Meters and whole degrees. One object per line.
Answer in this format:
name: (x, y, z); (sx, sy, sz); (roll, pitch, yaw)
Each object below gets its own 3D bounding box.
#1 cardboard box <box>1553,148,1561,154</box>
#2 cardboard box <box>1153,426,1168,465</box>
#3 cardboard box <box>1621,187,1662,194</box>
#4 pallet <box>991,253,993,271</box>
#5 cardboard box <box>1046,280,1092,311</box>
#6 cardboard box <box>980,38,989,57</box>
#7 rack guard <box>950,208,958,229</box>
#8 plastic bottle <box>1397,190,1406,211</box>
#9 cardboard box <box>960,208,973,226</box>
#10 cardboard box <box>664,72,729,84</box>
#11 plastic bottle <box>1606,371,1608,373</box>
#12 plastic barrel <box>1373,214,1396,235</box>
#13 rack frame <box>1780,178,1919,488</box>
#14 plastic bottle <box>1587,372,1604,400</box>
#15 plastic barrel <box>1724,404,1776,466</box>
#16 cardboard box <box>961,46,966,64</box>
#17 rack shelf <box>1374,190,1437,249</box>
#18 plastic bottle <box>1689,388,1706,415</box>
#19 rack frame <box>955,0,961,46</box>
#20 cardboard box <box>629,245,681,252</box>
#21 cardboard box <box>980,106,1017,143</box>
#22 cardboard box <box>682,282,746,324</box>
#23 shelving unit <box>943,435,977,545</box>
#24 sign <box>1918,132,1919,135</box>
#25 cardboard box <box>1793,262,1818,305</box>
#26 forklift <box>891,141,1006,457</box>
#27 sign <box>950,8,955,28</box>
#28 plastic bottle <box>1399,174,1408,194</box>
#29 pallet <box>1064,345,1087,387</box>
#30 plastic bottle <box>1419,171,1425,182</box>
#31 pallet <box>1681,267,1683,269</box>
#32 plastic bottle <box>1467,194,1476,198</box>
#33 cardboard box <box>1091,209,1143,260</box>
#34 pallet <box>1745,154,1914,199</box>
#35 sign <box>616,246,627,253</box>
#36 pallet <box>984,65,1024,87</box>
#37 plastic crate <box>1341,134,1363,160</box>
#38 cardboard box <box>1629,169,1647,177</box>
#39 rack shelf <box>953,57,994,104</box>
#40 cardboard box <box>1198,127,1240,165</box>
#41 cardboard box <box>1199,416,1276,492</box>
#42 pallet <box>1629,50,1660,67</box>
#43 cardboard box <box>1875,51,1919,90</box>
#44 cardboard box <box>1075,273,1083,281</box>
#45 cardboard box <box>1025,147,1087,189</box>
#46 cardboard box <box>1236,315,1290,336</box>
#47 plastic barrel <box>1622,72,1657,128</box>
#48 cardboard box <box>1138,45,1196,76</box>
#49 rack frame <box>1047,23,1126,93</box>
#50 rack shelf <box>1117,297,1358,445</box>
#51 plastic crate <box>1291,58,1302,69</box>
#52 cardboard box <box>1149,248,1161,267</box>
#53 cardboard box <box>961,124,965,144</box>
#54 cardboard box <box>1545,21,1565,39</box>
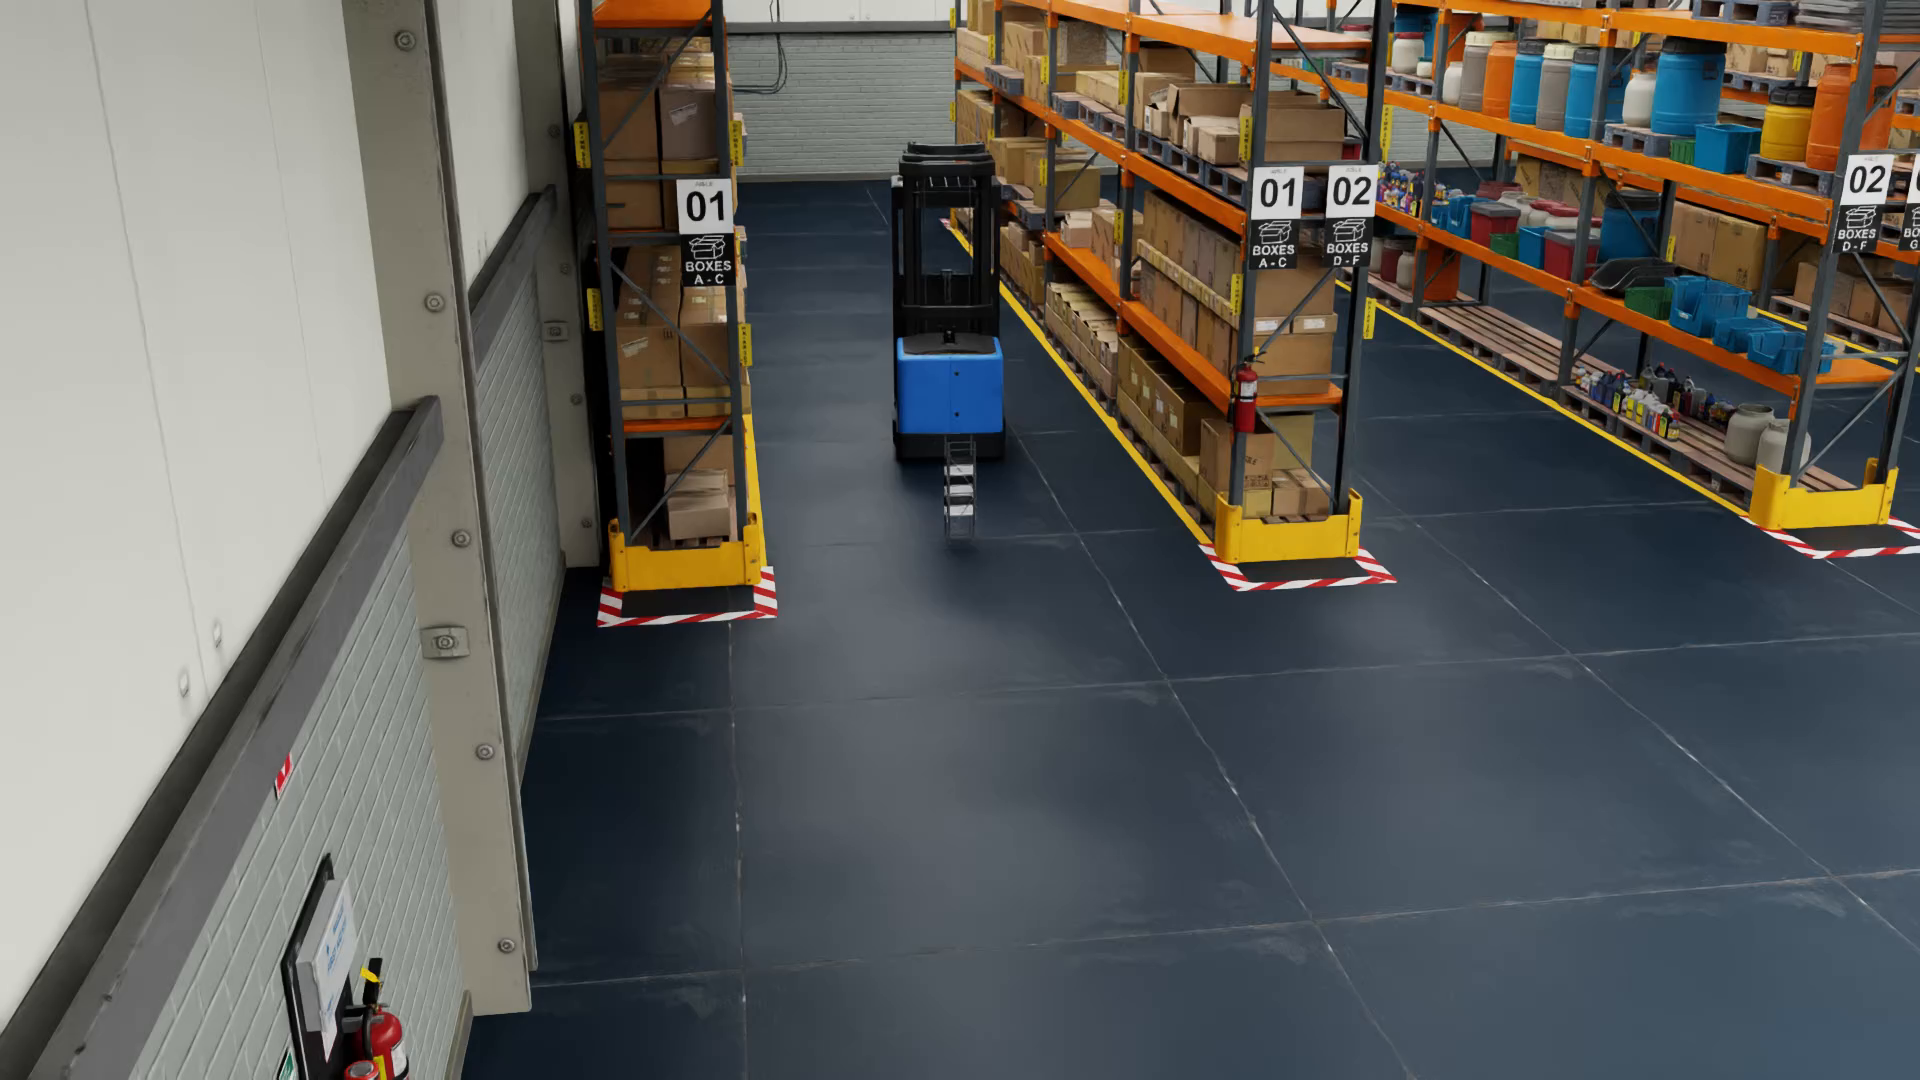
cardboard box: (10.169, -6.554, 27.836); (0.380, 0.149, 0.250); (-3, 21, -9)
cardboard box: (2.127, -0.904, 15.679); (0.500, 0.250, 0.500); (-3, 21, -8)
cardboard box: (10.910, -4.940, 25.591); (1.225, 0.875, 0.875); (-3, 21, -8)
pallet: (0.897, -4.392, 25.674); (1.003, 0.211, 1.213); (-3, 21, -8)
cardboard box: (1.356, -3.051, 20.625); (0.500, 0.311, 0.500); (-2, 21, -6)
cardboard box: (0.587, -7.358, 24.841); (0.500, 0.250, 0.500); (-3, 21, -8)
rack guard: (0.429, -5.648, 28.624); (1.175, 0.500, 0.348); (-3, 21, -8)
plastic bottle: (5.933, -4.570, 22.350); (0.097, 0.271, 0.097); (0, 20, 0)
cardboard box: (0.288, -5.388, 27.655); (0.500, 0.250, 0.500); (-3, 21, -8)
cardboard box: (-2.099, -3.483, 13.367); (0.500, 0.500, 0.500); (-2, 21, -6)
plastic bottle: (6.841, -1.635, 17.561); (0.061, 0.283, 0.133); (-3, 21, -8)
plastic barrel: (6.061, -4.488, 24.345); (0.600, 0.901, 0.708); (-3, 21, -8)
rack frame: (7.627, -1.554, 14.090); (1.000, 3.000, 0.127); (-3, 21, -8)
plastic bottle: (6.736, -1.626, 17.547); (0.152, 0.276, 0.135); (-2, 21, -6)
plastic barrel: (7.384, -0.983, 15.517); (0.421, 0.512, 0.421); (0, 20, 0)
cardboard box: (0.300, -7.816, 26.783); (0.500, 0.250, 0.500); (-3, 21, -8)
rack shelf: (6.185, -4.680, 23.486); (1.077, 0.370, 4.000); (-3, 21, -8)
plastic bottle: (7.522, -1.426, 17.011); (0.152, 0.276, 0.135); (-3, 21, -7)
rack frame: (0.418, -9.656, 27.207); (1.000, 3.000, 0.127); (-3, 21, -8)
cardboard box: (-2.892, -2.557, 15.888); (0.500, 0.500, 0.500); (-3, 21, -9)
cardboard box: (0.589, -6.315, 25.265); (0.500, 0.500, 0.500); (-3, 21, -9)
cardboard box: (-2.078, -1.876, 14.066); (0.500, 0.500, 0.500); (-4, 21, -10)
shelving unit: (-0.001, -0.424, 14.066); (0.258, 0.900, 0.210); (-3, 21, -8)
sign: (15.185, -6.549, 26.227); (0.100, 0.325, 0.005); (-3, 21, -8)
cardboard box: (11.491, -3.378, 21.917); (0.700, 0.500, 0.500); (-4, 21, -11)
forklift: (-0.151, -2.642, 17.101); (1.130, 2.935, 3.031); (-1, 20, -2)
sign: (-0.119, -8.633, 27.506); (0.100, 0.325, 0.005); (-3, 21, -8)
plastic bottle: (6.331, -5.088, 23.735); (0.097, 0.271, 0.097); (0, 20, 0)
pallet: (1.824, -2.061, 19.432); (1.003, 0.211, 1.213); (-3, 21, -8)
plastic bottle: (6.512, -5.003, 23.394); (0.144, 0.351, 0.185); (-3, 21, -8)
pallet: (10.984, -4.389, 25.666); (1.003, 0.211, 1.213); (-3, 21, -8)
plastic bottle: (6.731, -4.432, 21.973); (0.152, 0.276, 0.135); (-3, 21, -8)
cardboard box: (1.829, -3.542, 19.270); (0.500, 0.500, 0.500); (-4, 21, -11)
pallet: (7.604, -3.162, 14.379); (1.003, 0.211, 1.213); (-3, 21, -8)
sign: (-3.302, -2.953, 16.180); (0.100, 0.325, 0.005); (-3, 21, -8)
pallet: (1.019, -6.548, 23.443); (1.213, 0.211, 1.003); (-3, 21, -8)
plastic crate: (6.016, -6.089, 26.054); (0.402, 0.464, 0.583); (-3, 21, -8)
cardboard box: (10.617, -5.834, 25.406); (0.500, 0.500, 0.500); (-3, 21, -8)
rack shelf: (0.706, -7.221, 26.004); (1.077, 0.370, 4.000); (-3, 21, -8)
cardboard box: (2.298, -3.288, 13.860); (0.500, 0.250, 0.500); (-3, 21, -8)
cardboard box: (2.353, -0.736, 14.158); (0.500, 0.500, 0.500); (-3, 21, -8)
pallet: (10.691, -7.606, 26.134); (1.003, 0.211, 1.213); (-3, 21, -8)
cardboard box: (11.337, -5.735, 20.139); (0.500, 0.500, 0.500); (-4, 21, -9)
cardboard box: (1.789, -3.283, 21.662); (0.500, 0.500, 0.500); (-2, 21, -5)
cardboard box: (1.310, -5.095, 22.829); (0.700, 0.500, 0.500); (-8, 22, -21)
cardboard box: (2.481, -1.779, 13.622); (0.380, 0.149, 0.250); (-3, 21, -9)
plastic barrel: (6.918, -4.434, 16.755); (0.421, 0.512, 0.421); (0, 20, 0)
cardboard box: (2.098, -4.789, 17.007); (0.500, 0.500, 0.500); (-3, 21, -7)
rack frame: (1.571, -6.886, 19.791); (1.000, 3.000, 0.127); (-3, 21, -8)
rack shelf: (2.436, -1.661, 15.405); (1.077, 0.370, 4.000); (-3, 21, -8)
plastic crate: (5.337, -7.412, 25.863); (0.293, 0.136, 0.466); (-3, 21, -8)
cardboard box: (2.070, -2.762, 16.255); (0.380, 0.149, 0.250); (-3, 21, -9)
cardboard box: (0.301, -6.547, 27.315); (0.500, 0.500, 0.500); (-3, 21, -8)
cardboard box: (10.311, -8.661, 27.945); (0.700, 0.500, 0.500); (-4, 21, -10)
